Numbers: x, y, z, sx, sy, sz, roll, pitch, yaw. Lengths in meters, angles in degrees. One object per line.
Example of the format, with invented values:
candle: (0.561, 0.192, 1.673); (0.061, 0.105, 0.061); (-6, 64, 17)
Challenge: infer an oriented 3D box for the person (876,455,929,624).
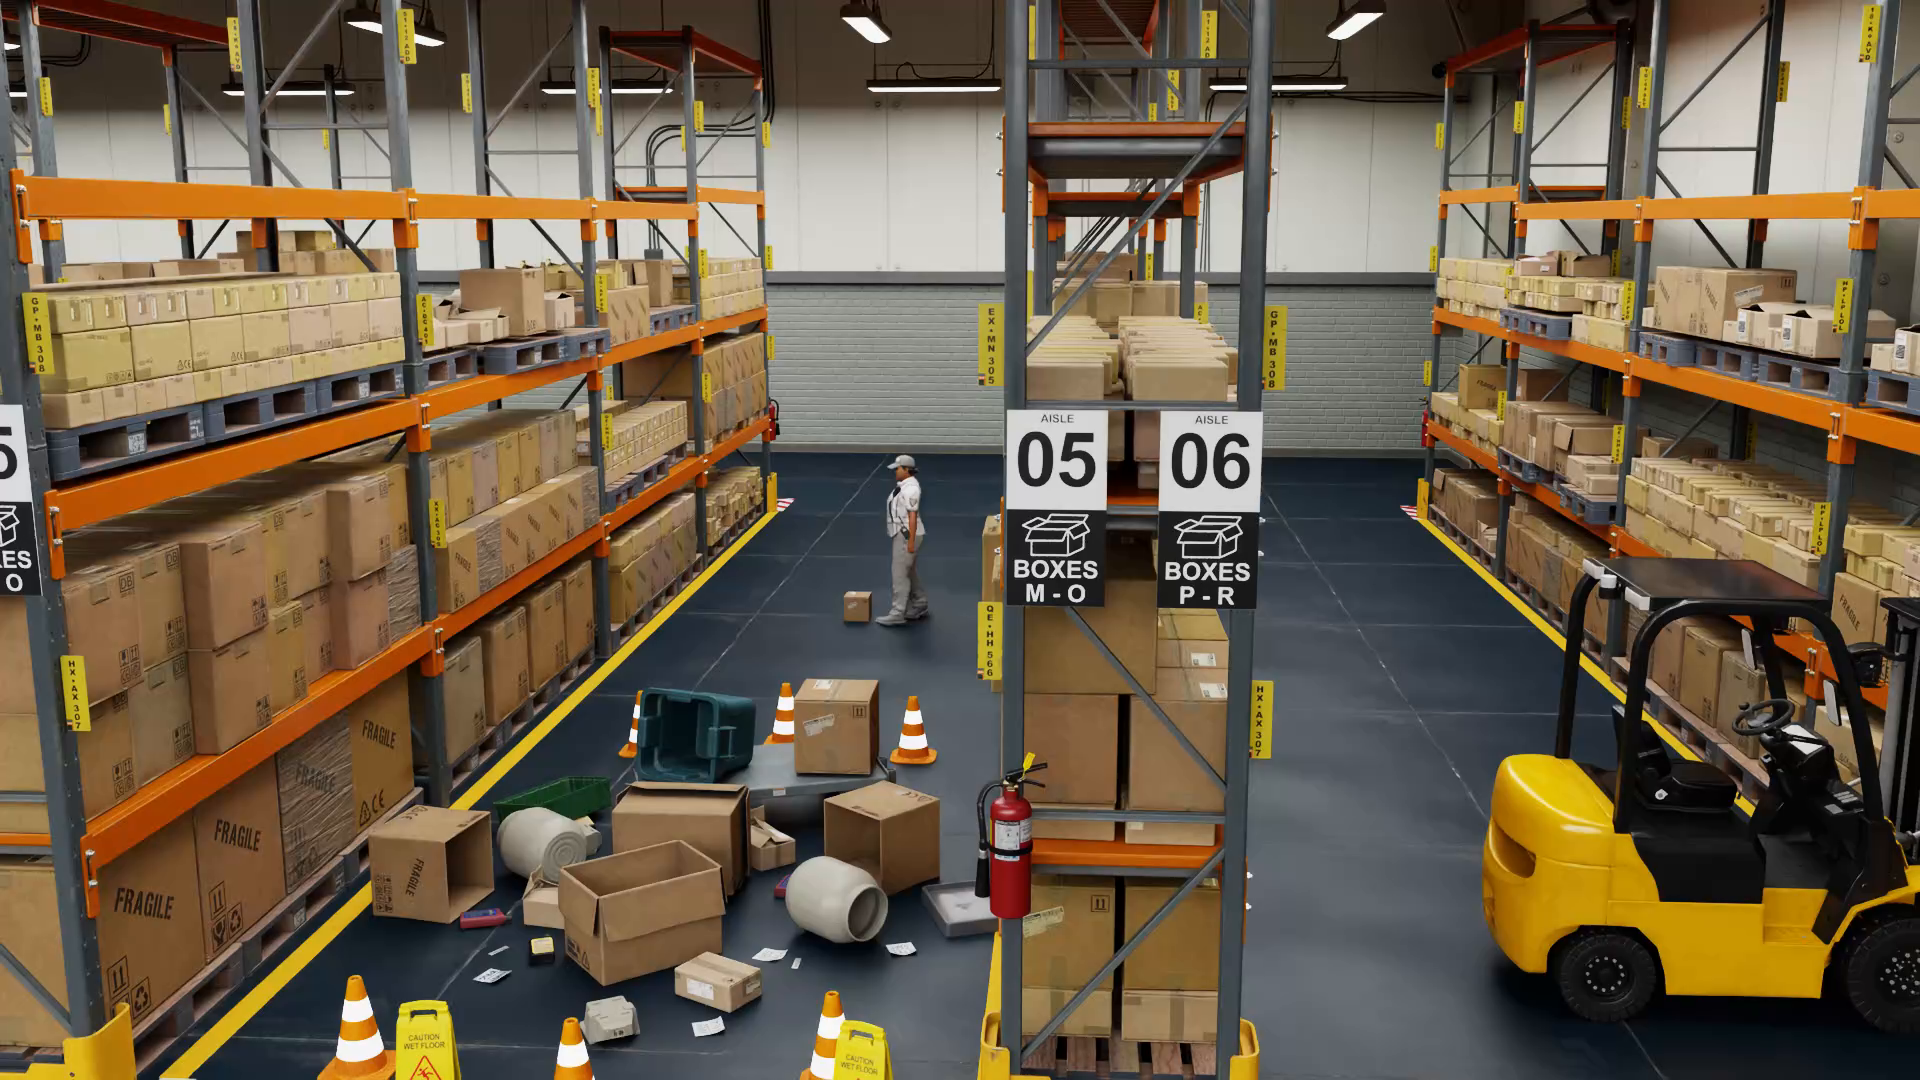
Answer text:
person: (-0.572, -0.012, 16.493); (0.577, 1.670, 0.485); (-2, 11, -10)
